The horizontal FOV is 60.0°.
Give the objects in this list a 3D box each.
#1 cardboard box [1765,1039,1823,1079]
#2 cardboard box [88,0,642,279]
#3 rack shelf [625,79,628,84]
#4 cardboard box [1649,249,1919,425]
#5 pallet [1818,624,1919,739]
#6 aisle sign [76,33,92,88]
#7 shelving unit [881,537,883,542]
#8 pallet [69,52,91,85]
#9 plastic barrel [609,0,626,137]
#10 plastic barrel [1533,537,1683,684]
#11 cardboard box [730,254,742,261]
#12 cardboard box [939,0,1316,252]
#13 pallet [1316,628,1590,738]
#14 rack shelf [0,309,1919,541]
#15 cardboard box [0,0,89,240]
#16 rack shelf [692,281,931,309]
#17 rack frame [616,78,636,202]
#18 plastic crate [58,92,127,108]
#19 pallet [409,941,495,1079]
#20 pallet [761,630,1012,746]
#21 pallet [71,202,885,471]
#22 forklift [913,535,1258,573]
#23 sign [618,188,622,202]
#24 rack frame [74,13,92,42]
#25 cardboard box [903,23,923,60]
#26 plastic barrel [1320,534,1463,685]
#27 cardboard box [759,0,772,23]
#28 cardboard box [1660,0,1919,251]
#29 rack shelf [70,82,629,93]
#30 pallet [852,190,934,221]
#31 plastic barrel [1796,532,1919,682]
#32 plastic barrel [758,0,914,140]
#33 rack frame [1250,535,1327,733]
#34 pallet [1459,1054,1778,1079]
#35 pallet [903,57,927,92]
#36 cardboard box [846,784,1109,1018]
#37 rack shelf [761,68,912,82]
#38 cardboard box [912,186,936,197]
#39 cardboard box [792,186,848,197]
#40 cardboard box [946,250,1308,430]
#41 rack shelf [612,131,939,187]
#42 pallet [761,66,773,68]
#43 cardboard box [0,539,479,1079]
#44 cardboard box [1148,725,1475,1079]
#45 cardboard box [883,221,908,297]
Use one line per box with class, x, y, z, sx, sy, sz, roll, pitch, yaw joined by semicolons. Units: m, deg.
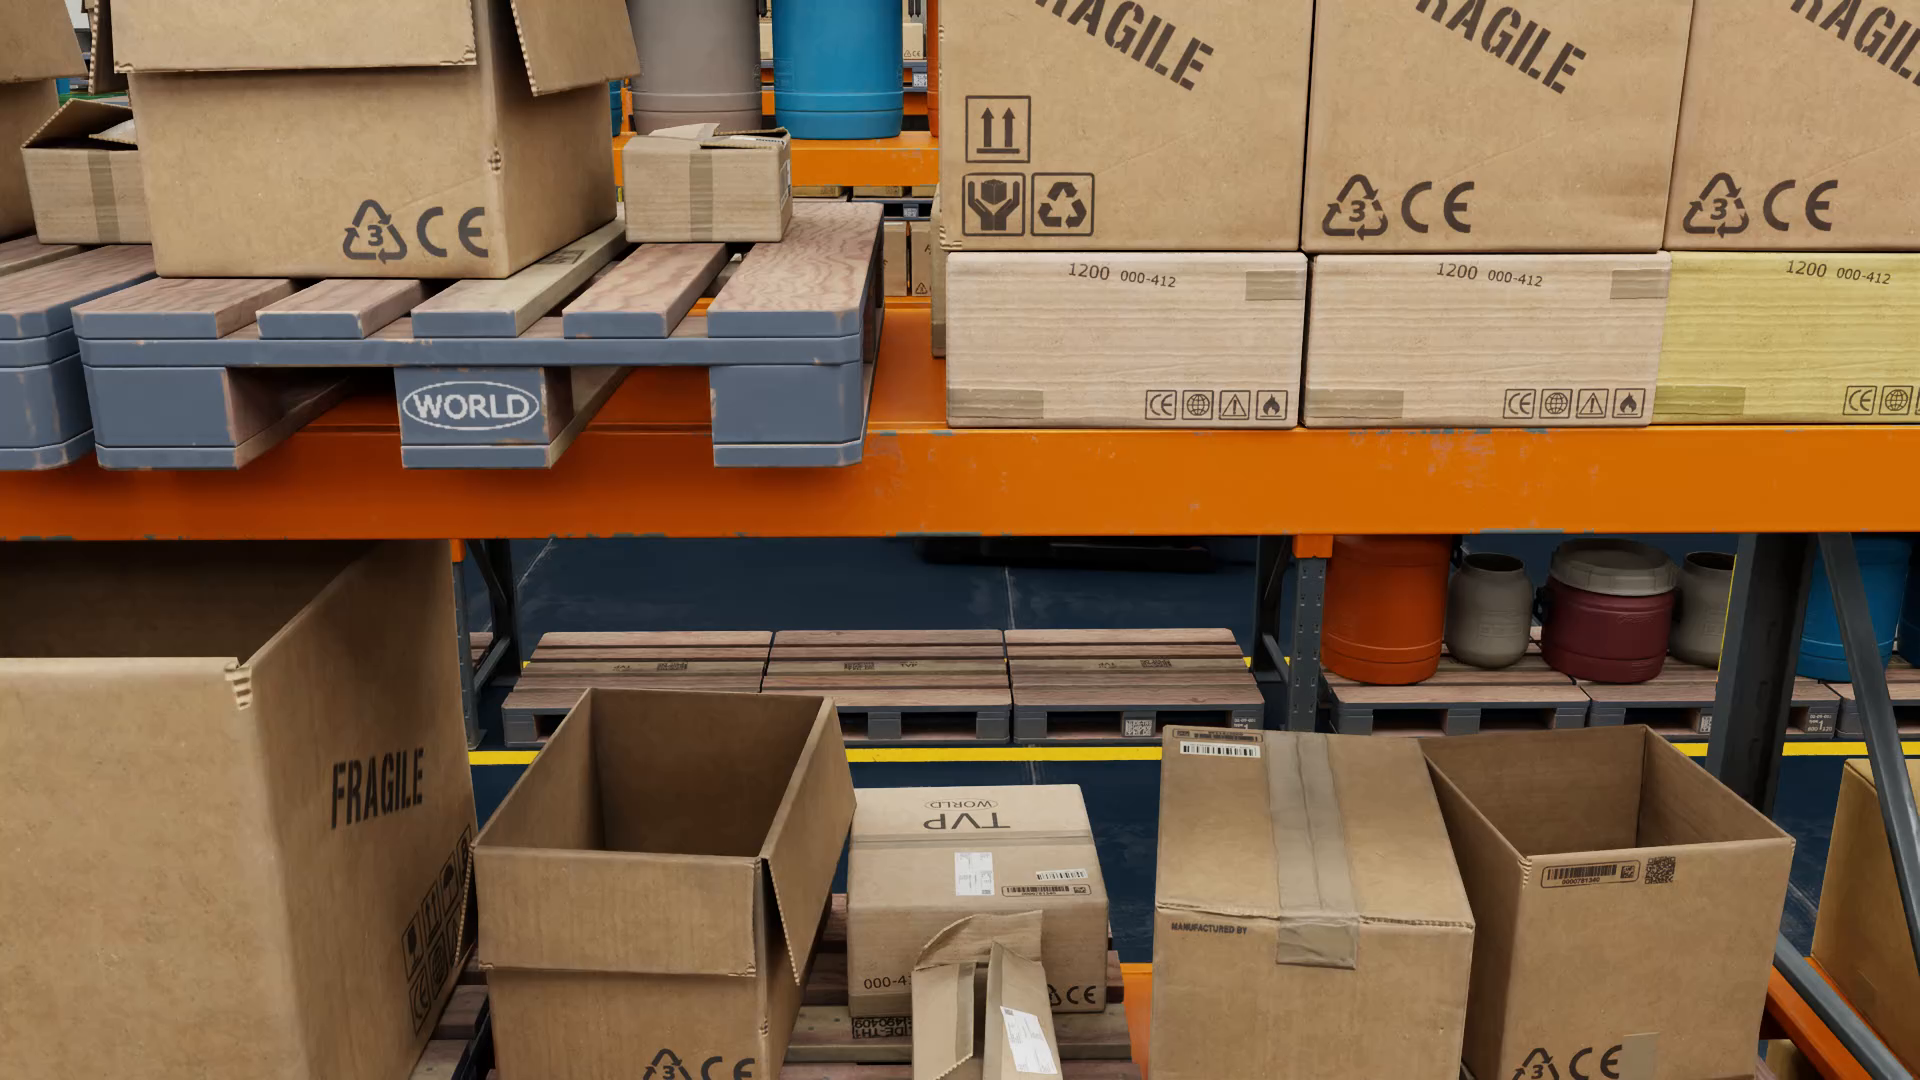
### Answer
cardboard box;2.393;1.735;3.520;0.875;0.875;1.225;-1;18;-3
cardboard box;-0.883;-0.715;2.599;0.637;0.503;0.797;0;18;1
rack shelf;-4.531;-4.675;16.979;4.000;0.370;1.077;0;18;-1
cardboard box;1.232;-0.360;2.593;0.500;0.250;0.500;0;18;-1
pallet;4.852;0.707;8.499;1.213;0.211;1.003;0;18;-1
aisle sign;-6.519;-3.394;12.462;0.004;0.787;0.394;0;18;-1
shelving unit;-0.389;-0.515;10.933;0.252;1.050;0.215;2;18;5
pallet;-5.741;-3.449;12.122;1.213;0.211;1.003;0;18;-1
plastic barrel;-1.870;-2.309;7.604;0.708;0.901;0.600;0;18;-1
plastic barrel;3.243;0.342;8.330;0.708;0.588;0.600;0;18;-1
cardboard box;-1.957;-2.031;12.713;0.500;0.250;0.500;1;18;3
cardboard box;0.222;-0.712;2.463;0.500;0.500;0.500;0;18;0
pallet;2.413;0.718;8.462;1.213;0.211;1.003;0;18;-1
rack shelf;-0.297;-0.156;2.891;4.000;0.370;1.077;0;18;-1
cardboard box;-1.825;-0.710;2.584;0.637;0.503;0.797;-1;18;-4
rack shelf;-0.449;-1.753;12.781;4.000;0.370;1.077;0;18;-1
rack frame;-2.449;-2.086;12.641;0.127;3.000;1.000;0;18;-1
plastic crate;-3.957;-1.976;7.734;0.450;0.188;0.336;0;18;-1
pallet;-1.530;1.071;3.111;1.213;0.211;1.003;0;18;-1
pallet;-0.367;0.732;8.421;1.213;0.211;1.003;0;18;-1
pallet;-0.640;-0.376;2.706;1.003;0.211;1.213;0;18;-1
forklift;1.250;-1.360;10.487;3.031;2.935;1.130;2;18;5
sign;-2.439;-2.367;11.968;0.005;0.325;0.100;0;18;-1
rack frame;-6.449;-4.924;11.664;0.127;3.000;1.000;0;18;-1
cardboard box;-0.536;-3.634;12.112;0.500;0.250;0.500;-2;18;-6
plastic barrel;2.114;0.233;8.276;0.708;0.830;0.600;0;18;-1
cardboard box;-1.263;-4.001;12.029;0.500;0.500;0.500;1;18;4
cardboard box;1.230;-0.715;2.474;0.500;0.500;0.500;0;18;1
rack shelf;-4.449;-3.163;12.262;4.000;0.370;1.077;0;18;-1
pallet;-0.510;-3.505;17.378;1.213;0.211;1.003;0;18;-1
plastic barrel;4.372;0.188;8.299;0.708;0.901;0.600;0;18;-1
plastic barrel;-0.562;-2.316;7.624;0.708;0.901;0.600;0;18;-1
rack frame;1.625;-0.593;7.985;0.127;3.000;1.000;0;18;-1
pallet;0.992;1.047;3.186;1.003;0.211;1.213;0;18;-1
pallet;-0.245;-3.407;12.157;1.213;0.211;1.003;1;18;2
cardboard box;0.024;0.729;3.422;0.500;0.250;0.500;-1;18;-2
rack shelf;-0.531;-4.695;17.039;4.000;0.370;1.077;0;18;-1
cardboard box;-0.247;-3.858;17.278;0.500;0.500;0.700;0;18;-1
cardboard box;-1.463;-3.849;17.251;0.500;0.500;0.700;2;18;5
cardboard box;0.234;-0.352;2.568;0.500;0.250;0.500;0;18;1
rack shelf;-0.375;-1.669;7.607;4.000;0.370;1.077;0;18;-1
pallet;-1.912;-4.909;16.836;1.003;0.211;1.213;0;18;-1
cardboard box;-1.500;0.492;2.932;1.000;1.000;1.000;0;18;0
cardboard box;0.607;0.720;3.040;0.500;0.500;0.700;2;18;7
cardboard box;-0.653;-2.138;12.637;0.500;0.500;0.500;0;18;-1
